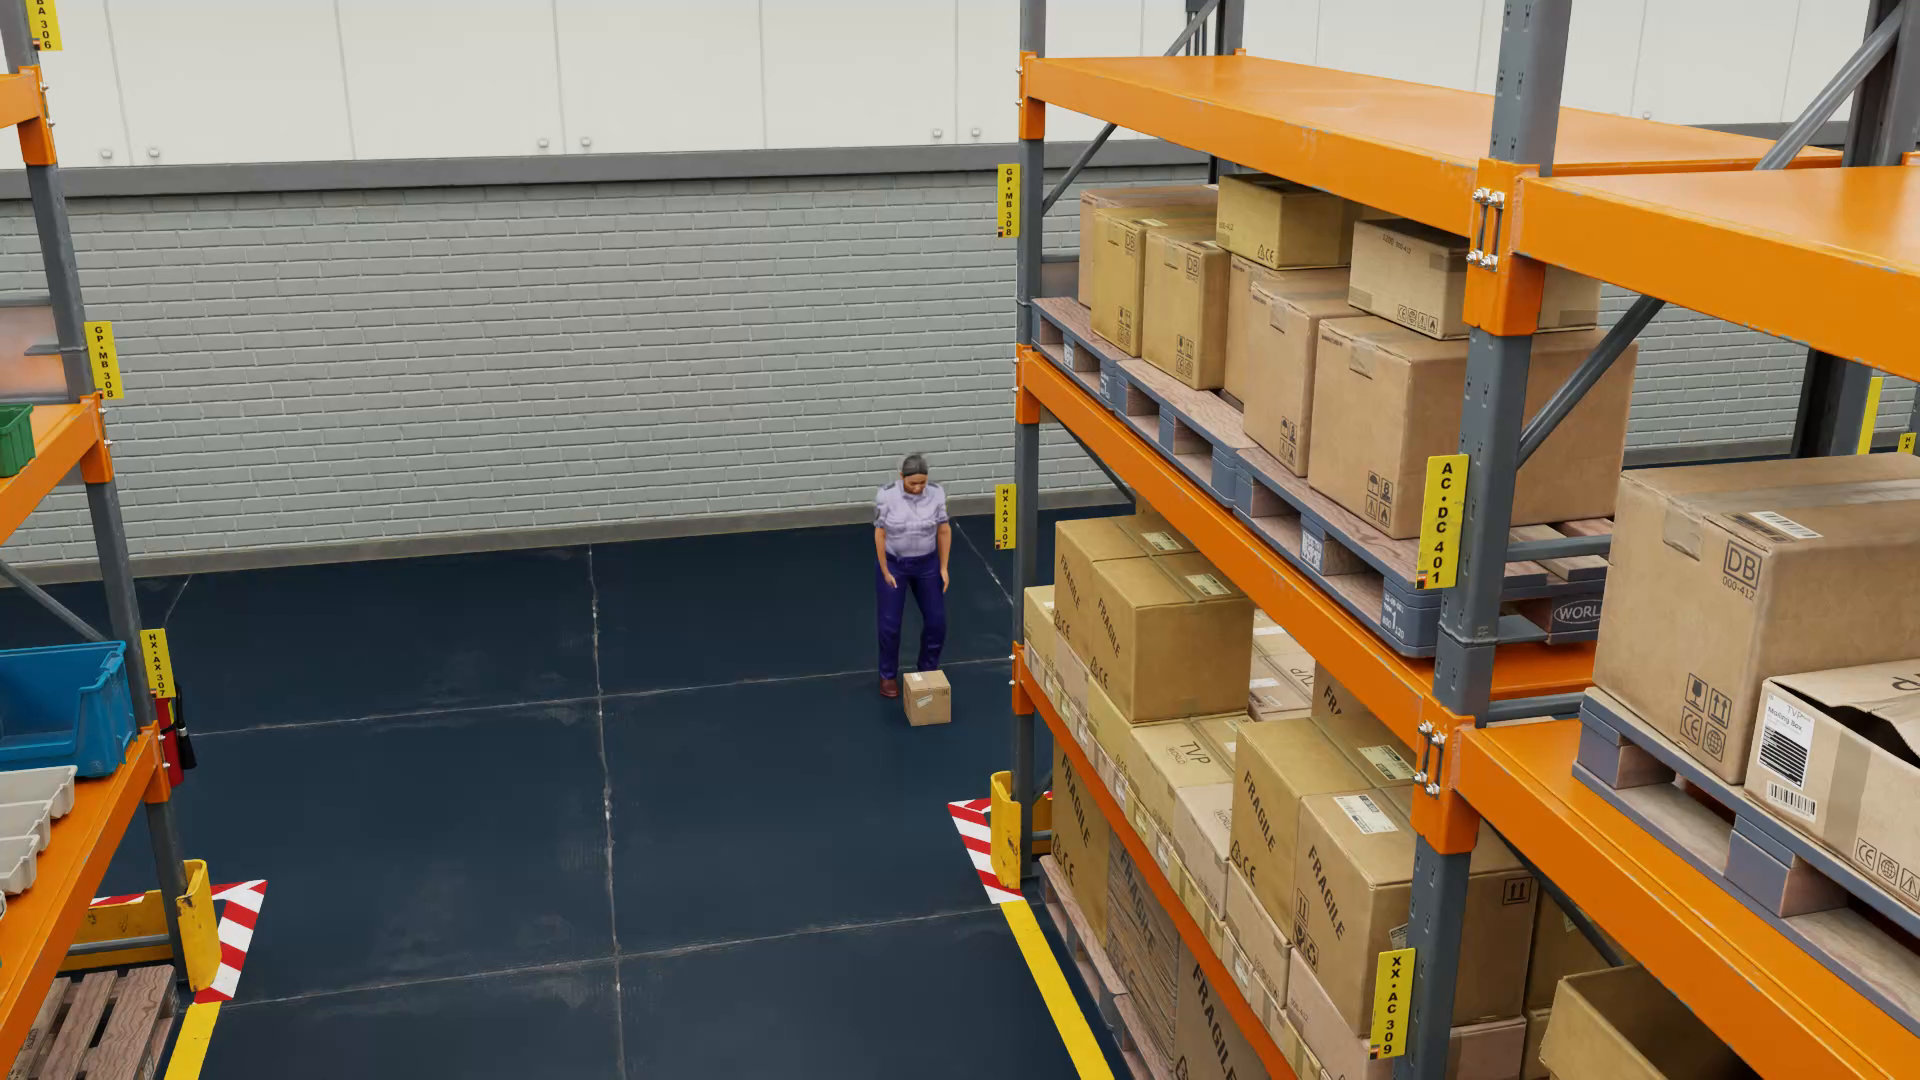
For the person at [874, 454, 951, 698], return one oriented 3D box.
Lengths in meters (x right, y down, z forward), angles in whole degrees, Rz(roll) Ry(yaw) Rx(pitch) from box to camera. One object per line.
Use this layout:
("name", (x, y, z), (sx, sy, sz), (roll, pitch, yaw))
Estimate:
("person", (-0.299, 0.203, 10.608), (0.496, 1.607, 0.397), (-4, 20, -11))
